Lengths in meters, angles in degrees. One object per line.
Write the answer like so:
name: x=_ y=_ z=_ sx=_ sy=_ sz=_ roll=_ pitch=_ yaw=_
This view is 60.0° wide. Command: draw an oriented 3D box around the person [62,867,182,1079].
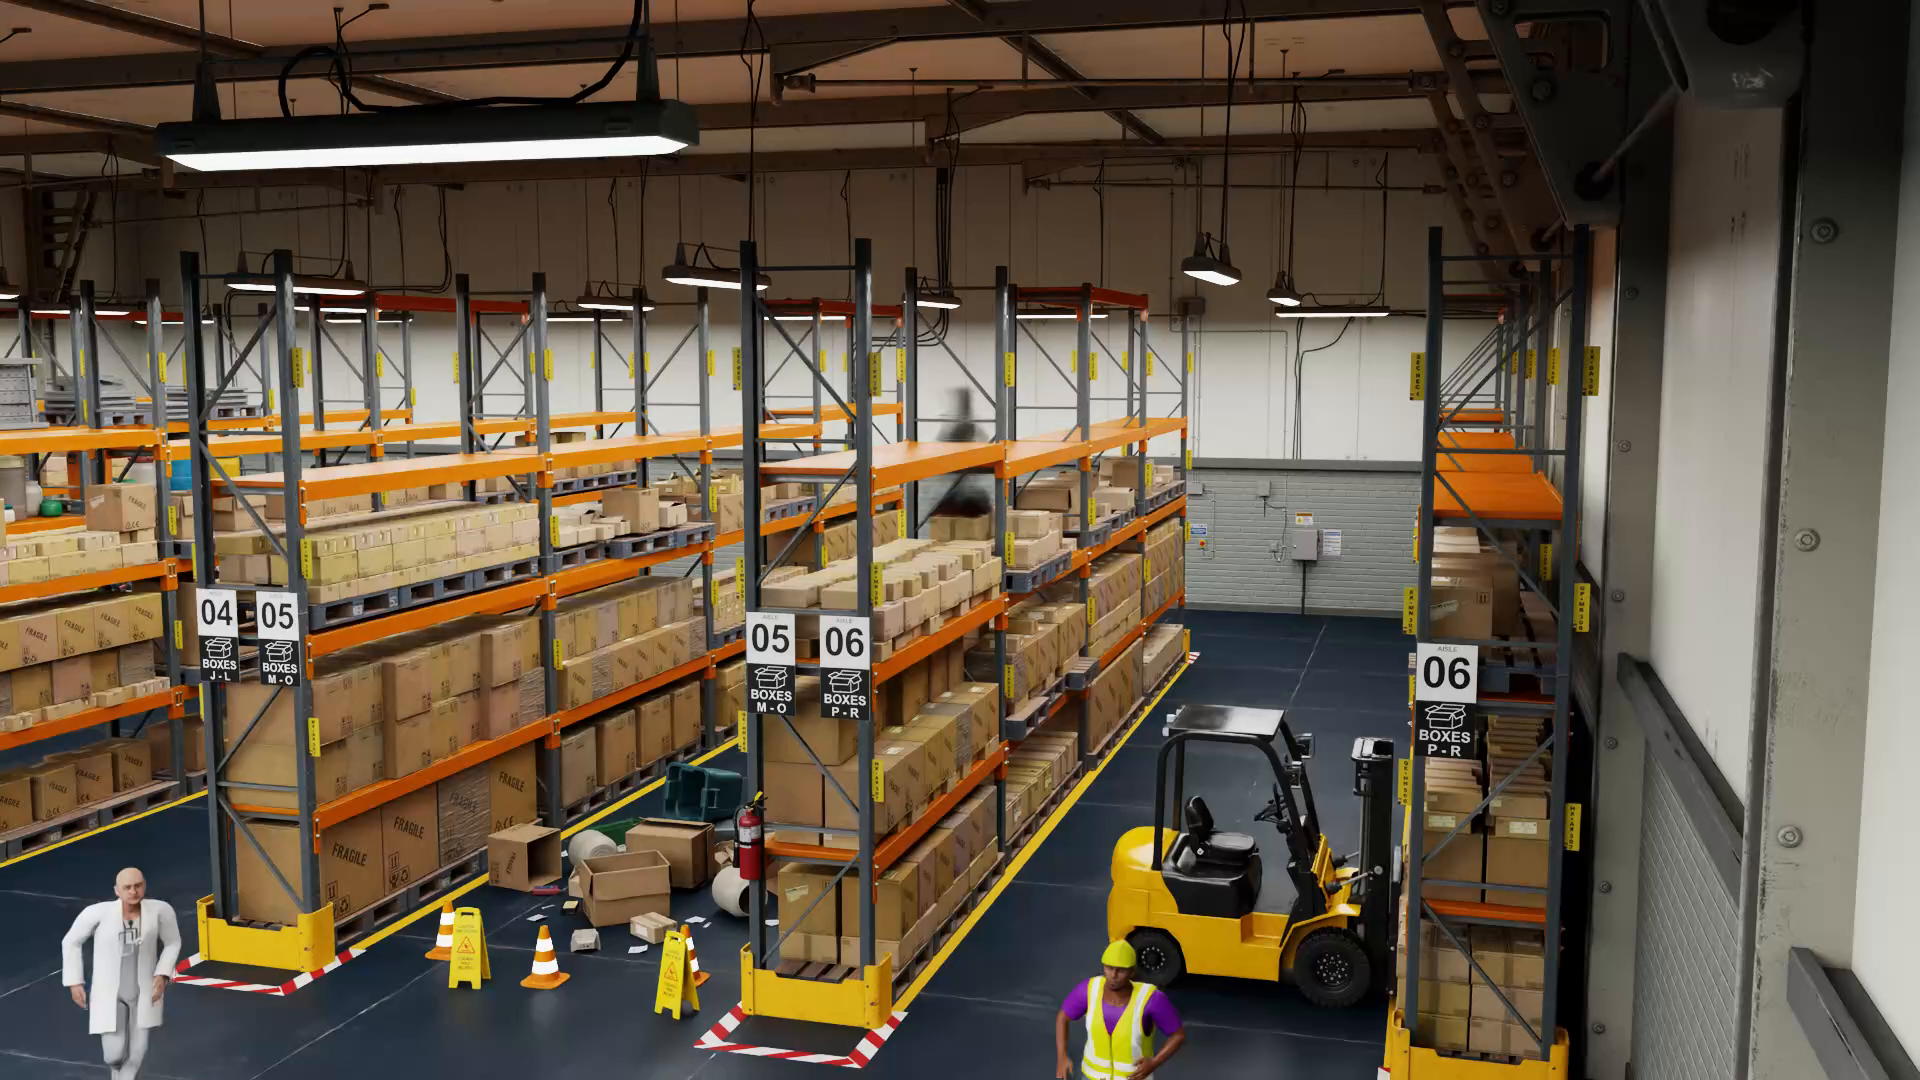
person: x=-5.652 y=3.065 z=11.261 sx=0.724 sy=1.748 sz=0.660 roll=-4 pitch=8 yaw=-33

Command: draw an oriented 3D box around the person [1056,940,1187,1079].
person: x=0.906 y=3.227 z=9.956 sx=0.887 sy=1.760 sz=0.663 roll=2 pitch=7 yaw=16
